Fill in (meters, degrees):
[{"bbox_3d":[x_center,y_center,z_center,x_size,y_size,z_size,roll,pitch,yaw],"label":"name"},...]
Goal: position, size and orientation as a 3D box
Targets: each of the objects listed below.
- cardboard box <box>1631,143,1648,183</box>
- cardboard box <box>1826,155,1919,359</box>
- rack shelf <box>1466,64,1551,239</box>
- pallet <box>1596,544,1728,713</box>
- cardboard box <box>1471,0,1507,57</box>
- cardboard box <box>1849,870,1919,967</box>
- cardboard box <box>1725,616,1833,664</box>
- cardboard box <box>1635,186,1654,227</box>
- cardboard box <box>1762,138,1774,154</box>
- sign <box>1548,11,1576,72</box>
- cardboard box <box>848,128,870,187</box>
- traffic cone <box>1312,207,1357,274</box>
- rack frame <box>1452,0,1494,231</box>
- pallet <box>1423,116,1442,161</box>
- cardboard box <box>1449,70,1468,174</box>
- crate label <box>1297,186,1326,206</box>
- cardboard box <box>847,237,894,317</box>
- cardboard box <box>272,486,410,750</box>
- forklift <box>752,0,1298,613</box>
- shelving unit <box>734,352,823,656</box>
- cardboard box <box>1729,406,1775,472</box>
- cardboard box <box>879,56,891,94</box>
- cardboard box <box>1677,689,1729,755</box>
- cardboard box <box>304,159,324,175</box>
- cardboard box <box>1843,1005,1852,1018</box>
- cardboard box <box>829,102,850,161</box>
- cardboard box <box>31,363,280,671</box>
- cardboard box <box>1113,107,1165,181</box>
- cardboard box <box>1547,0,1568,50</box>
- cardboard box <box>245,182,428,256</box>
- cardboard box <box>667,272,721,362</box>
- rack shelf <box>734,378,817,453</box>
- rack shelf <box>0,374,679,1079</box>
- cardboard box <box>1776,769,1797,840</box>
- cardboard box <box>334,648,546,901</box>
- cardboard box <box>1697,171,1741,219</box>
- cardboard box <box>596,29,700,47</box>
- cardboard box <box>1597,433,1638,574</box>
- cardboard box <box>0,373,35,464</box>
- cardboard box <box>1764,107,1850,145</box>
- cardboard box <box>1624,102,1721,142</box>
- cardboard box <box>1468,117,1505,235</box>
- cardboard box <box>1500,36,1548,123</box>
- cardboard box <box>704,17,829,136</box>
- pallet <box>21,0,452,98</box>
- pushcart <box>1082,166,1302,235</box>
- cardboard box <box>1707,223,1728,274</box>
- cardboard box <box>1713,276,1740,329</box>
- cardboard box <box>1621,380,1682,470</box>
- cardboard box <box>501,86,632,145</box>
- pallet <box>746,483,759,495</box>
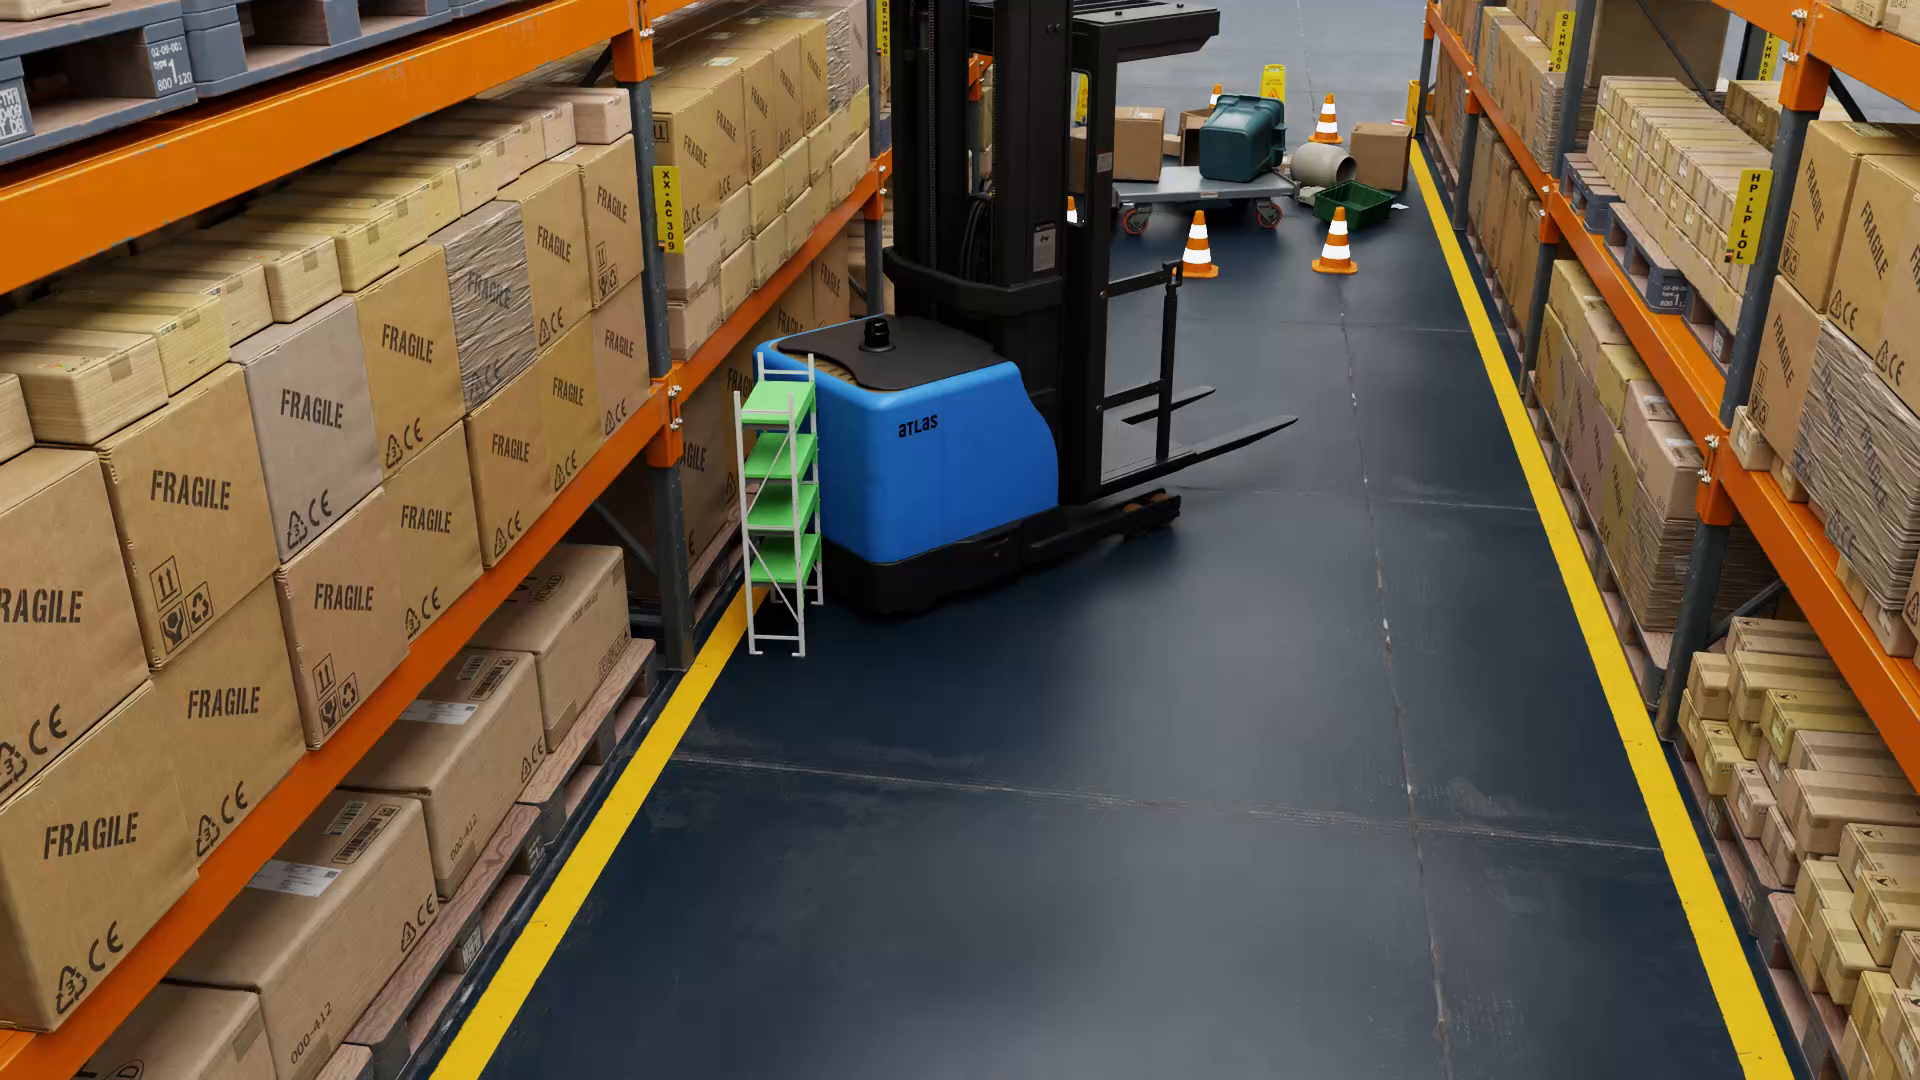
[{"bbox_3d":[3.470,-1.810,8.028,0.380,0.149,0.250,4,25,9],"label":"cardboard box"},{"bbox_3d":[2.875,-0.792,4.756,0.500,0.500,0.500,3,25,7],"label":"cardboard box"},{"bbox_3d":[4.239,-2.733,11.398,1.077,0.370,4.000,4,25,9],"label":"rack shelf"},{"bbox_3d":[3.384,0.388,7.172,1.003,0.211,1.213,4,25,9],"label":"pallet"},{"bbox_3d":[4.615,-4.118,13.333,0.875,0.550,0.550,4,25,9],"label":"cardboard box"},{"bbox_3d":[2.717,1.064,4.604,0.380,0.149,0.250,4,25,9],"label":"cardboard box"},{"bbox_3d":[2.998,0.412,5.997,0.380,0.149,0.250,5,26,11],"label":"cardboard box"},{"bbox_3d":[3.425,-1.571,7.868,0.380,0.149,0.250,4,25,9],"label":"cardboard box"},{"bbox_3d":[4.157,-1.868,8.154,0.380,0.149,0.250,4,25,9],"label":"cardboard box"},{"bbox_3d":[3.364,-2.784,9.293,0.100,0.325,0.005,4,25,9],"label":"sign"},{"bbox_3d":[-0.814,-2.225,9.643,0.500,0.250,0.500,3,25,7],"label":"cardboard box"},{"bbox_3d":[2.857,-2.290,12.596,0.336,0.463,0.334,4,25,9],"label":"traffic cone"},{"bbox_3d":[4.566,-3.895,13.033,1.000,3.000,0.127,4,25,9],"label":"rack frame"},{"bbox_3d":[5.166,-3.965,16.472,1.003,0.211,1.213,4,25,9],"label":"pallet"},{"bbox_3d":[4.881,-3.758,14.752,0.875,0.875,0.875,4,25,9],"label":"cardboard box"},{"bbox_3d":[3.095,-2.989,14.474,0.298,0.136,0.250,-14,29,-27],"label":"crate label"},{"bbox_3d":[-0.885,-1.758,11.073,0.950,0.372,0.625,2,25,5],"label":"cardboard box"},{"bbox_3d":[-1.777,0.172,4.226,0.500,0.500,0.500,4,25,8],"label":"cardboard box"},{"bbox_3d":[0.486,-1.498,7.992,3.031,2.935,1.130,-19,31,-35],"label":"forklift"},{"bbox_3d":[-0.769,-0.152,7.159,0.258,1.200,0.503,2,25,4],"label":"shelving unit"},{"bbox_3d":[2.890,-0.340,5.733,0.380,0.149,0.250,5,26,10],"label":"cardboard box"},{"bbox_3d":[-0.686,-3.065,10.296,0.500,0.500,0.500,3,25,7],"label":"cardboard box"},{"bbox_3d":[2.882,0.682,6.122,0.380,0.149,0.250,3,25,6],"label":"cardboard box"},{"bbox_3d":[-2.148,-1.101,5.001,0.380,0.149,0.250,3,25,7],"label":"cardboard box"},{"bbox_3d":[2.743,1.342,4.711,0.380,0.149,0.250,5,25,10],"label":"cardboard box"},{"bbox_3d":[-0.896,-2.246,9.098,0.500,0.250,0.500,3,25,7],"label":"cardboard box"},{"bbox_3d":[-1.858,-0.073,3.569,0.500,0.500,0.500,3,25,7],"label":"cardboard box"},{"bbox_3d":[1.427,-3.296,13.808,0.500,0.500,0.500,4,25,9],"label":"cardboard box"},{"bbox_3d":[4.159,-3.334,10.536,0.700,0.500,0.500,4,25,8],"label":"cardboard box"},{"bbox_3d":[-1.674,-0.857,4.480,0.380,0.149,0.250,4,25,9],"label":"cardboard box"},{"bbox_3d":[-1.309,-0.948,6.913,0.500,0.250,0.500,3,25,7],"label":"cardboard box"},{"bbox_3d":[-0.769,-0.528,6.982,0.258,0.148,0.480,2,25,4],"label":"rack shelf"},{"bbox_3d":[-1.968,0.312,4.893,1.077,0.370,4.000,4,25,9],"label":"rack shelf"},{"bbox_3d":[2.880,0.876,5.357,0.380,0.149,0.250,3,25,6],"label":"cardboard box"},{"bbox_3d":[-1.996,0.750,5.636,0.875,0.438,0.875,3,25,7],"label":"cardboard box"},{"bbox_3d":[3.262,-1.407,6.816,0.380,0.149,0.250,4,25,8],"label":"cardboard box"},{"bbox_3d":[-1.567,-2.197,8.109,0.500,0.500,0.500,4,25,9],"label":"cardboard box"},{"bbox_3d":[3.215,-0.149,7.483,0.500,0.500,0.500,3,25,7],"label":"cardboard box"},{"bbox_3d":[-1.991,-0.213,3.103,0.380,0.149,0.250,5,25,10],"label":"cardboard box"},{"bbox_3d":[4.159,-2.005,8.094,0.380,0.149,0.250,5,26,10],"label":"cardboard box"},{"bbox_3d":[3.516,-2.062,8.217,0.380,0.149,0.250,3,25,6],"label":"cardboard box"},{"bbox_3d":[4.553,-2.800,12.853,1.050,0.750,0.750,4,25,8],"label":"cardboard box"},{"bbox_3d":[3.965,-3.107,11.231,0.500,0.500,0.500,4,25,9],"label":"cardboard box"},{"bbox_3d":[-0.977,-2.364,8.465,0.500,0.500,0.500,4,25,9],"label":"cardboard box"},{"bbox_3d":[-1.987,-1.318,4.094,1.003,0.211,1.213,4,25,9],"label":"pallet"},{"bbox_3d":[1.924,-2.871,13.938,1.648,0.377,0.936,-5,25,-10],"label":"pushcart"},{"bbox_3d":[3.214,-1.154,6.628,0.380,0.149,0.250,5,26,11],"label":"cardboard box"},{"bbox_3d":[3.170,-0.914,6.466,0.380,0.149,0.250,4,25,9],"label":"cardboard box"},{"bbox_3d":[3.228,-0.490,7.327,0.500,0.250,0.500,5,26,11],"label":"cardboard box"},{"bbox_3d":[-1.378,-1.491,5.834,0.380,0.149,0.250,4,25,7],"label":"cardboard box"},{"bbox_3d":[-1.393,-0.427,8.912,1.003,0.211,1.213,4,25,9],"label":"pallet"}]
